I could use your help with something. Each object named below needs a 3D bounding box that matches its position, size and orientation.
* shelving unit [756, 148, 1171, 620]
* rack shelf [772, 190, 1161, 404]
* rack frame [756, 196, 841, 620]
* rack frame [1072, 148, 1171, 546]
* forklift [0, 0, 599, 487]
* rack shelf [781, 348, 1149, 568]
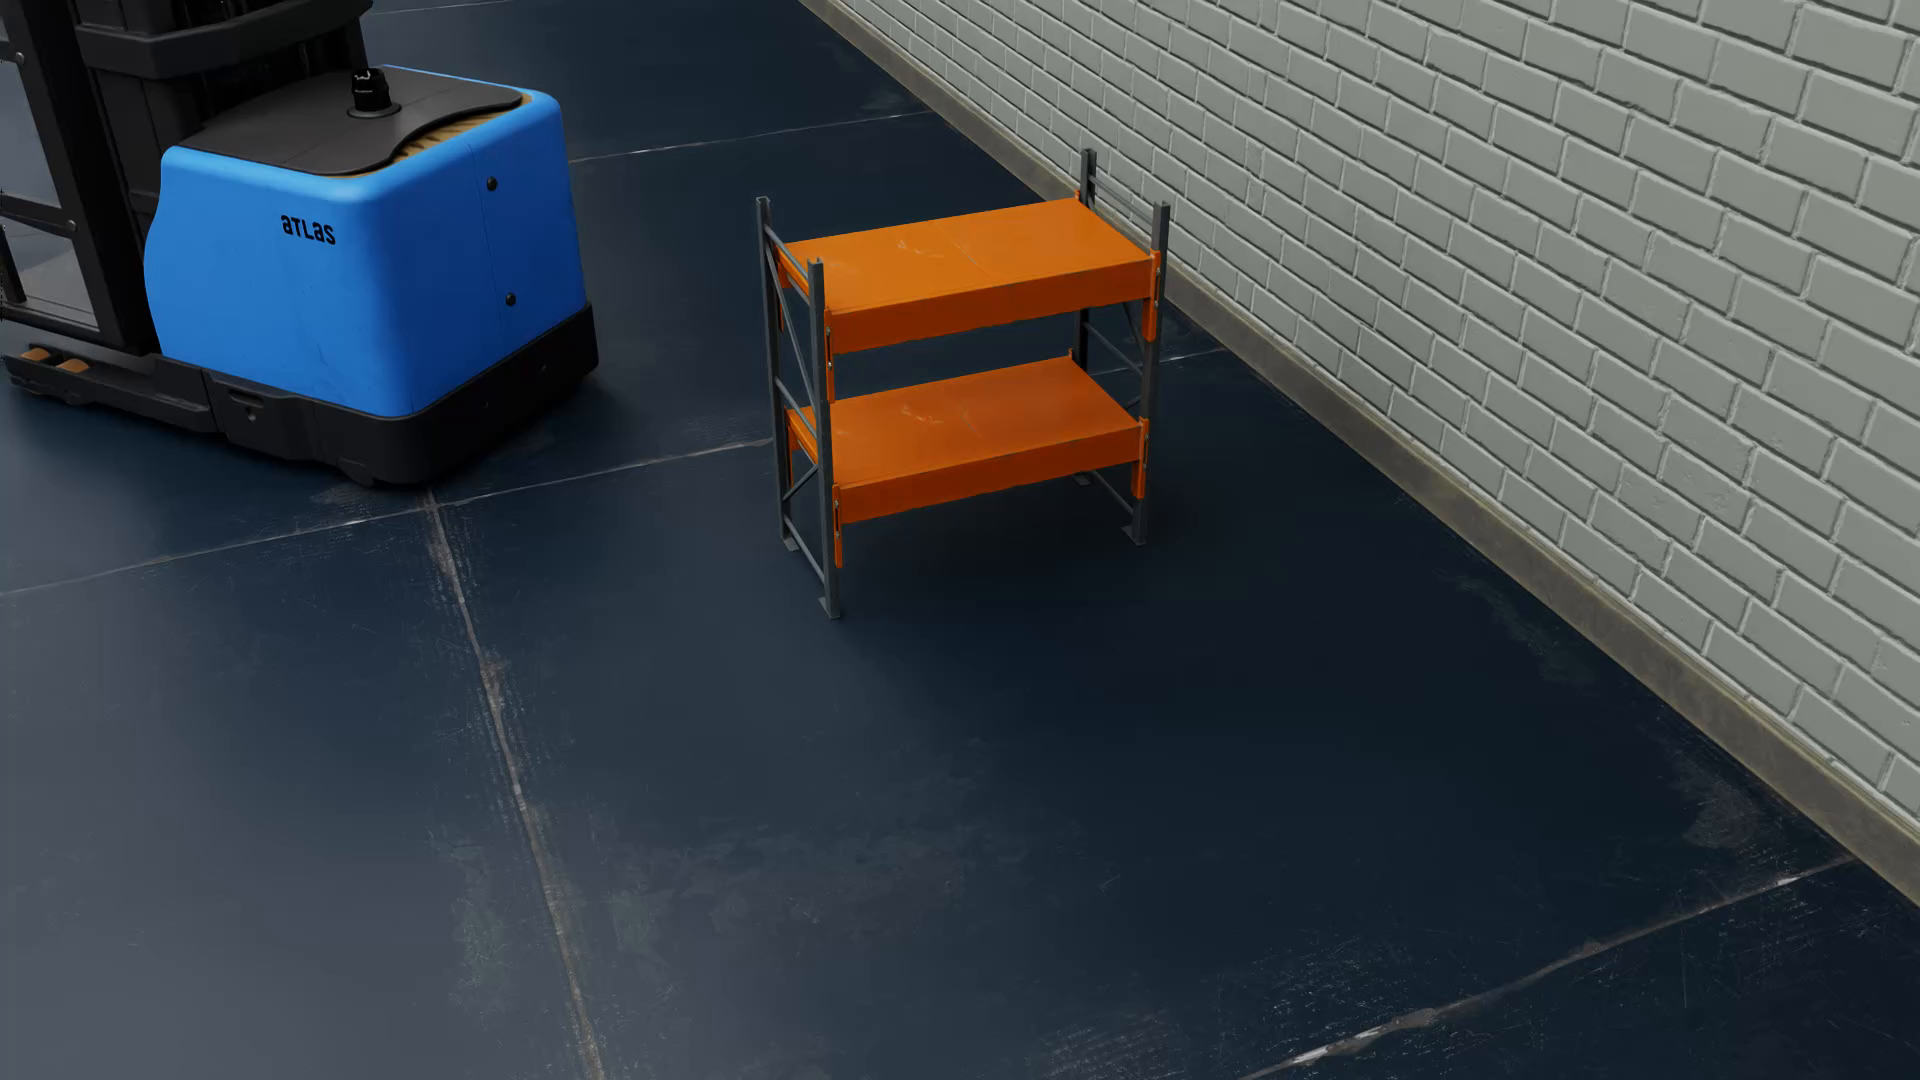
[{"bbox_3d":[0.006,-0.473,4.945,1.048,1.125,0.538,-13,35,-19],"label":"shelving unit"},{"bbox_3d":[0.006,-0.718,4.786,1.000,0.278,0.538,-13,35,-19],"label":"rack shelf"},{"bbox_3d":[-0.463,-0.366,4.780,0.032,1.125,0.500,-13,35,-19],"label":"rack frame"},{"bbox_3d":[0.475,-0.580,5.110,0.032,1.125,0.500,-13,35,-19],"label":"rack frame"},{"bbox_3d":[-2.882,-1.951,5.561,3.031,2.935,1.130,15,36,22],"label":"forklift"},{"bbox_3d":[0.006,-0.268,5.079,1.000,0.278,0.538,-13,35,-19],"label":"rack shelf"}]
